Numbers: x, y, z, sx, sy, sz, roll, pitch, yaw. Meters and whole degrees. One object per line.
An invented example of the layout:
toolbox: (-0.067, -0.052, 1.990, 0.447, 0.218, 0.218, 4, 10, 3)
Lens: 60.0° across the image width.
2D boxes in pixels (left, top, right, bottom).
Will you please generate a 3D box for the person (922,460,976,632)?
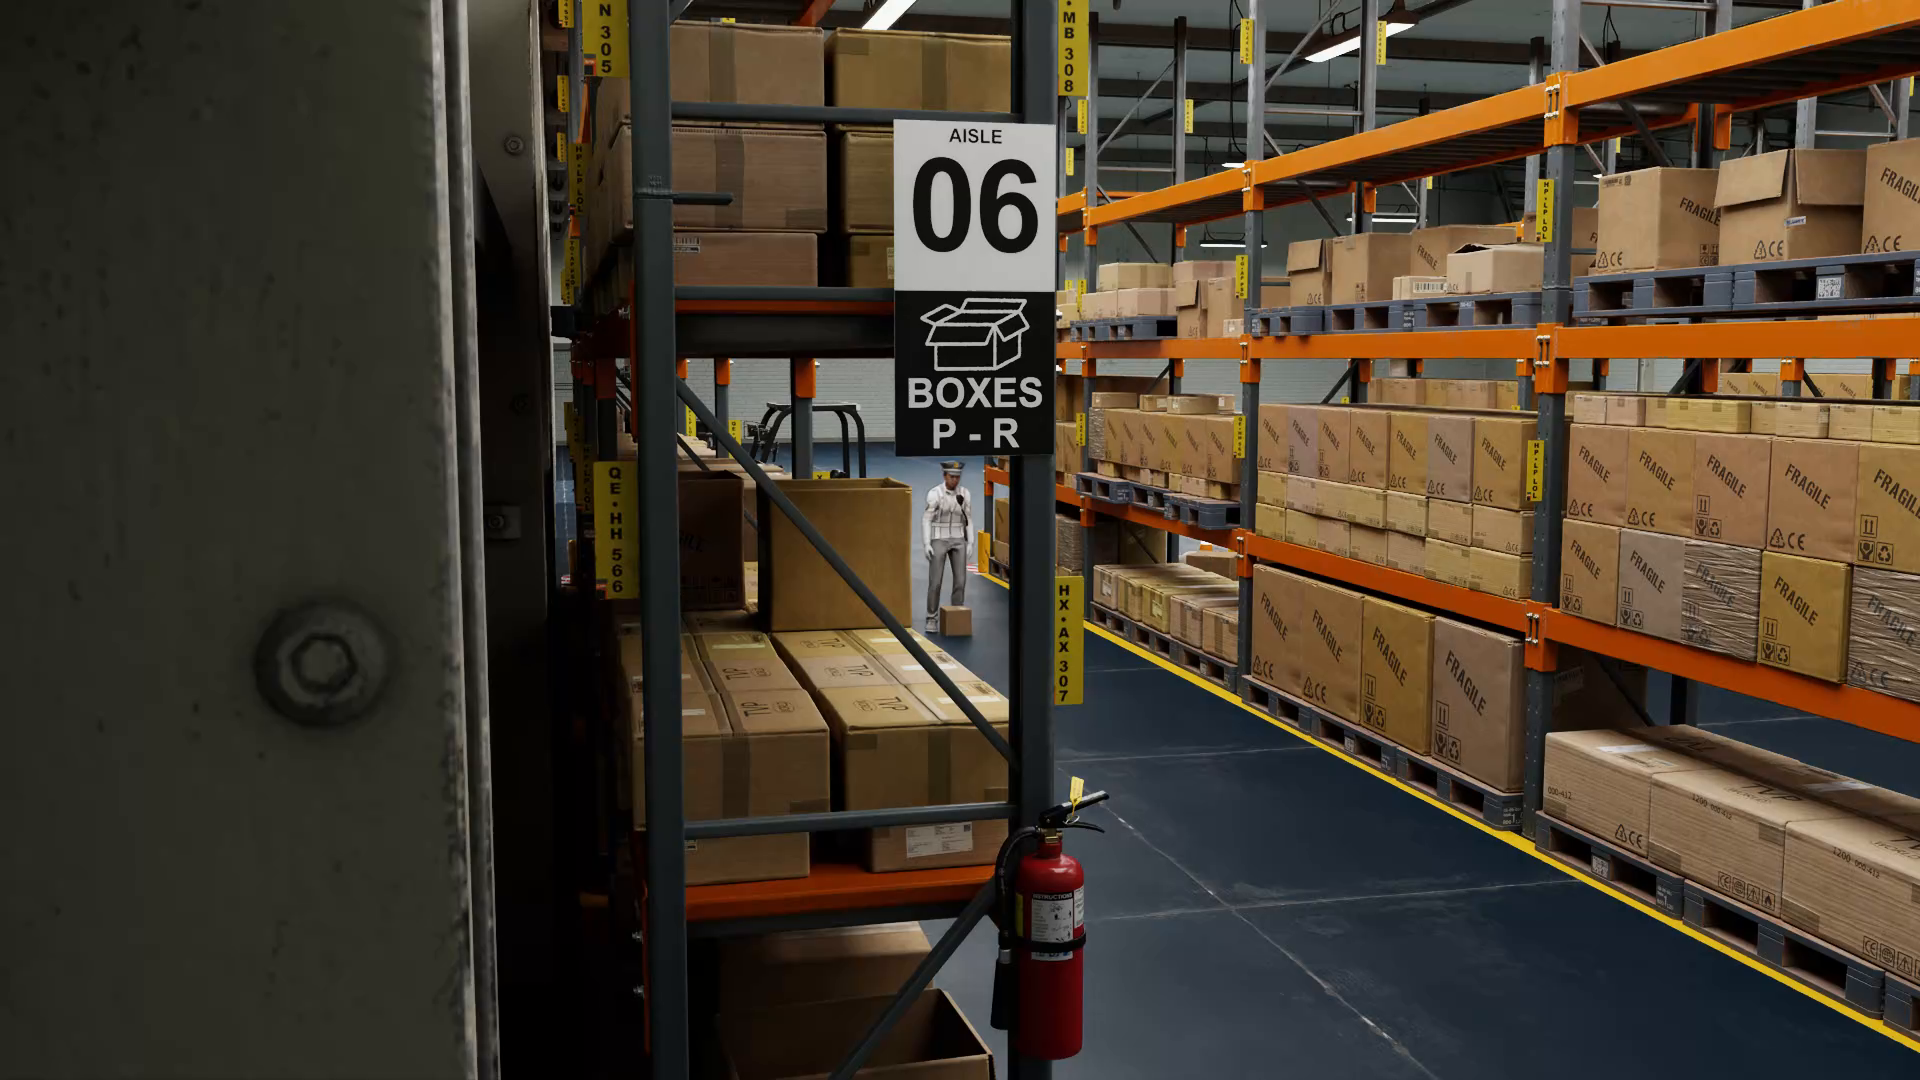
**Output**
person: (-0.106, 0.054, 16.173, 0.534, 1.663, 0.379, -2, 6, -14)
